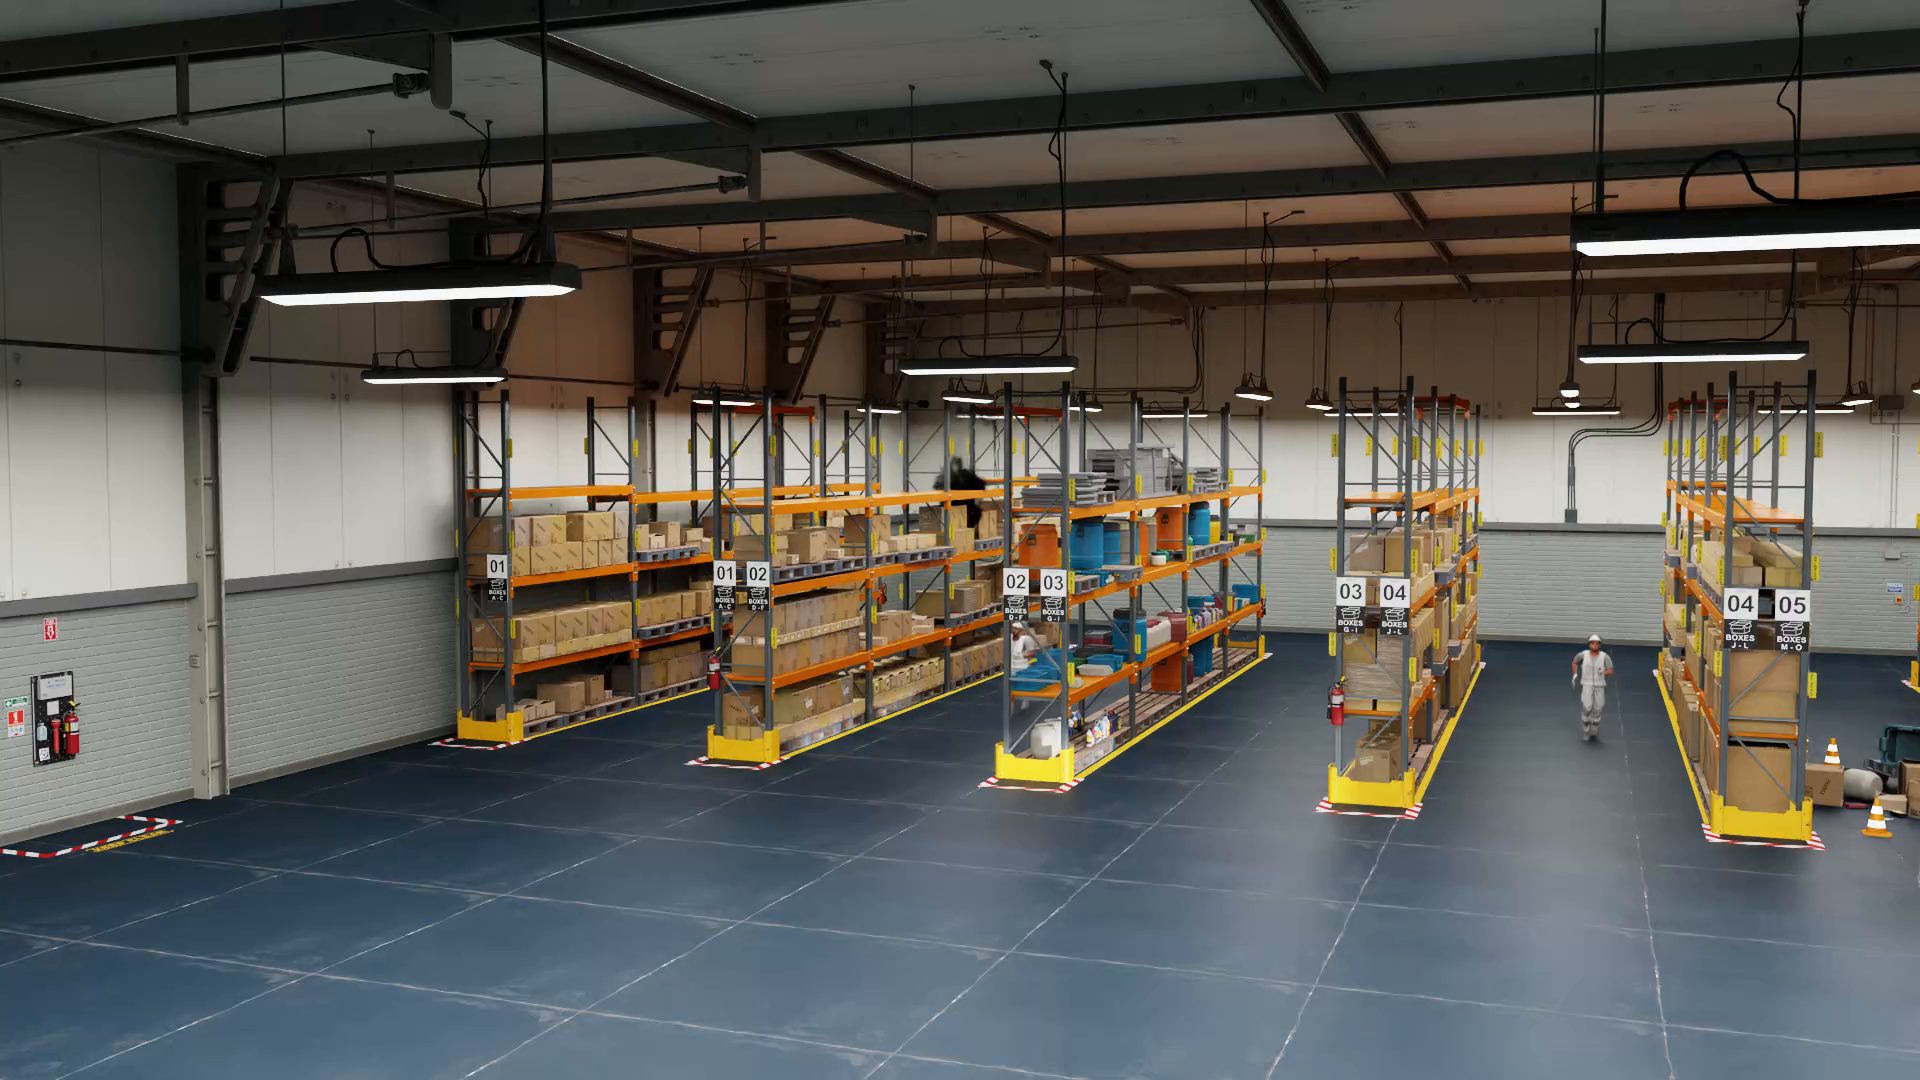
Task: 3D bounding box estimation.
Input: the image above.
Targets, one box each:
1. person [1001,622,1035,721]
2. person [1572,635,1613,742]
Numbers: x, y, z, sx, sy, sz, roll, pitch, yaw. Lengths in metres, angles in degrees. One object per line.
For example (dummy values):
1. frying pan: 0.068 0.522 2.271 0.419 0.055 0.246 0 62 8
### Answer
1. person: 1.092 2.418 30.930 0.645 1.821 1.078 1 3 18
2. person: 10.835 2.543 28.482 0.649 1.823 0.748 1 3 15
